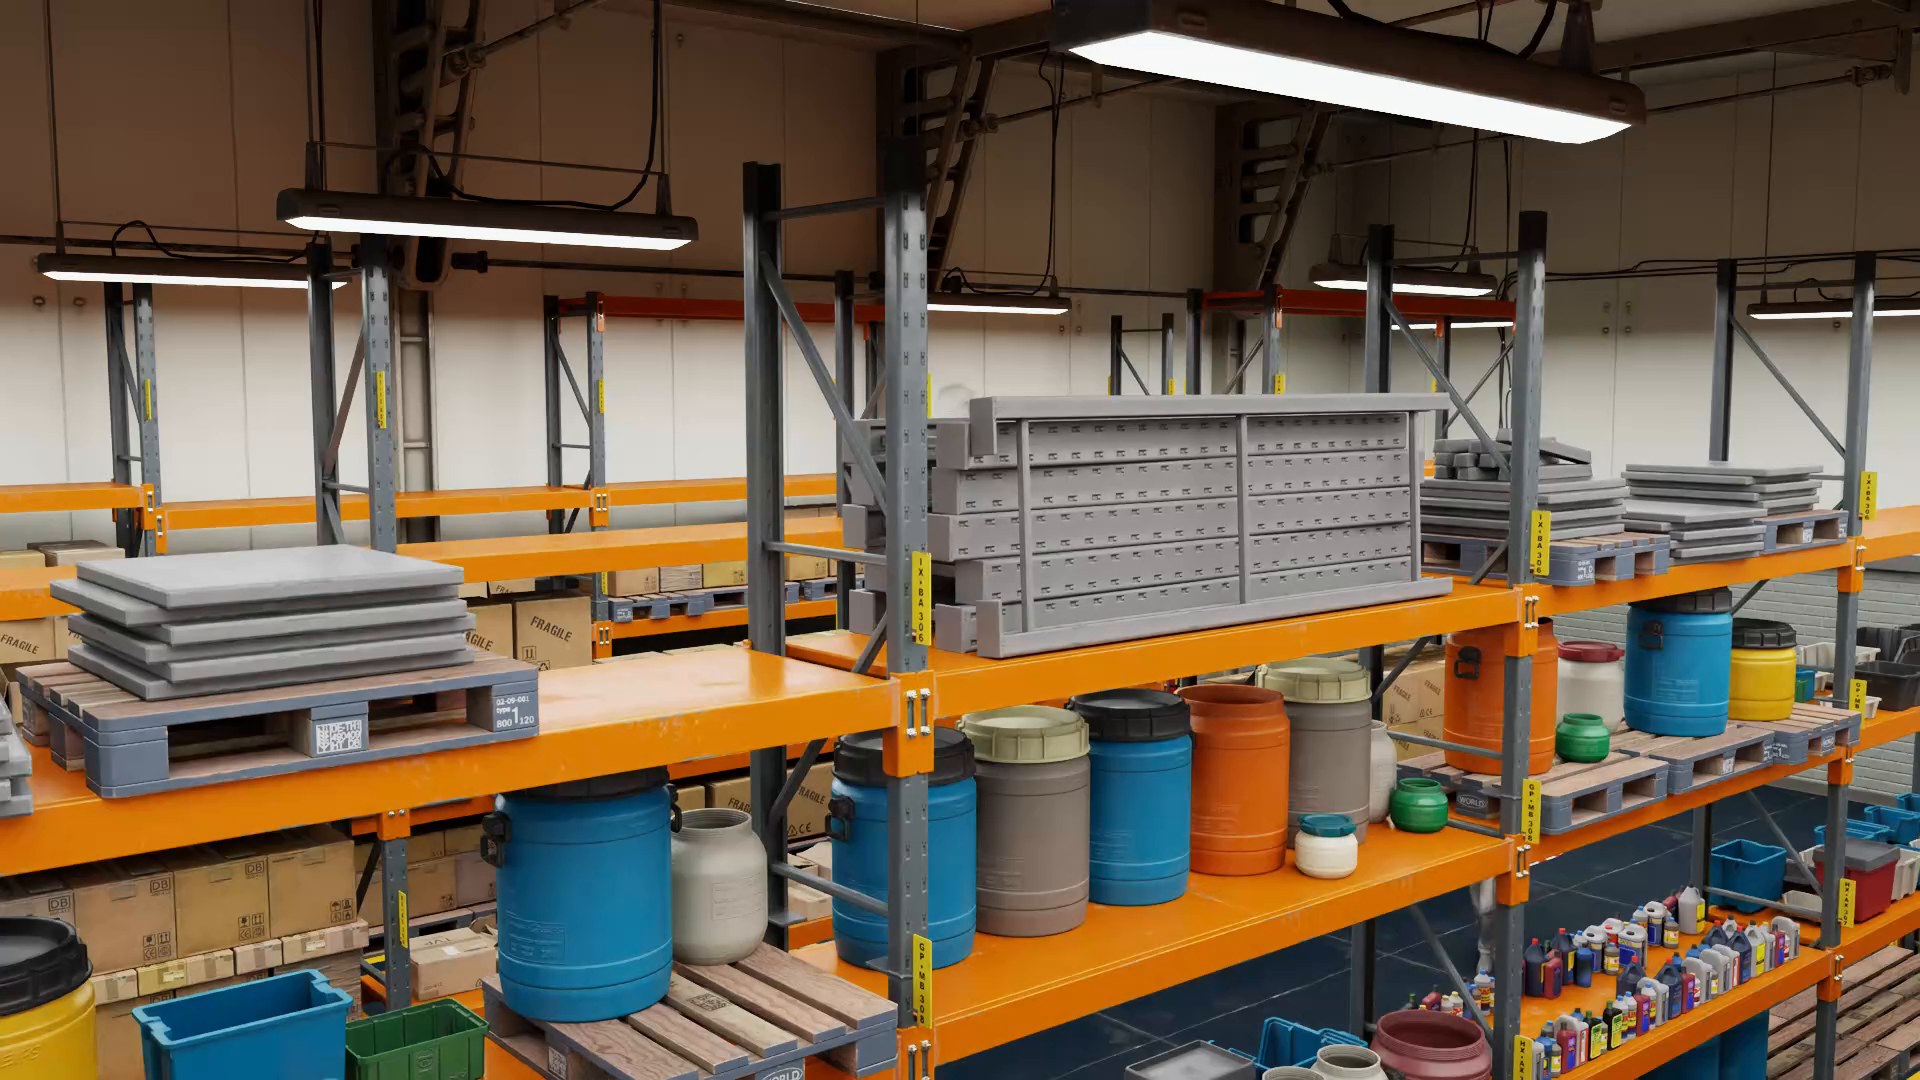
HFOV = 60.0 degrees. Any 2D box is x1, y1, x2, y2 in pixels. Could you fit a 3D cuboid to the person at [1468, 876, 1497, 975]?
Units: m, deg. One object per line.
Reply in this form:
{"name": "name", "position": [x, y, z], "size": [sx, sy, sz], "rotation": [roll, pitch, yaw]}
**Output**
{"name": "person", "position": [4.641, 2.875, 14.665], "size": [0.639, 1.825, 0.734], "rotation": [5, 7, 41]}
